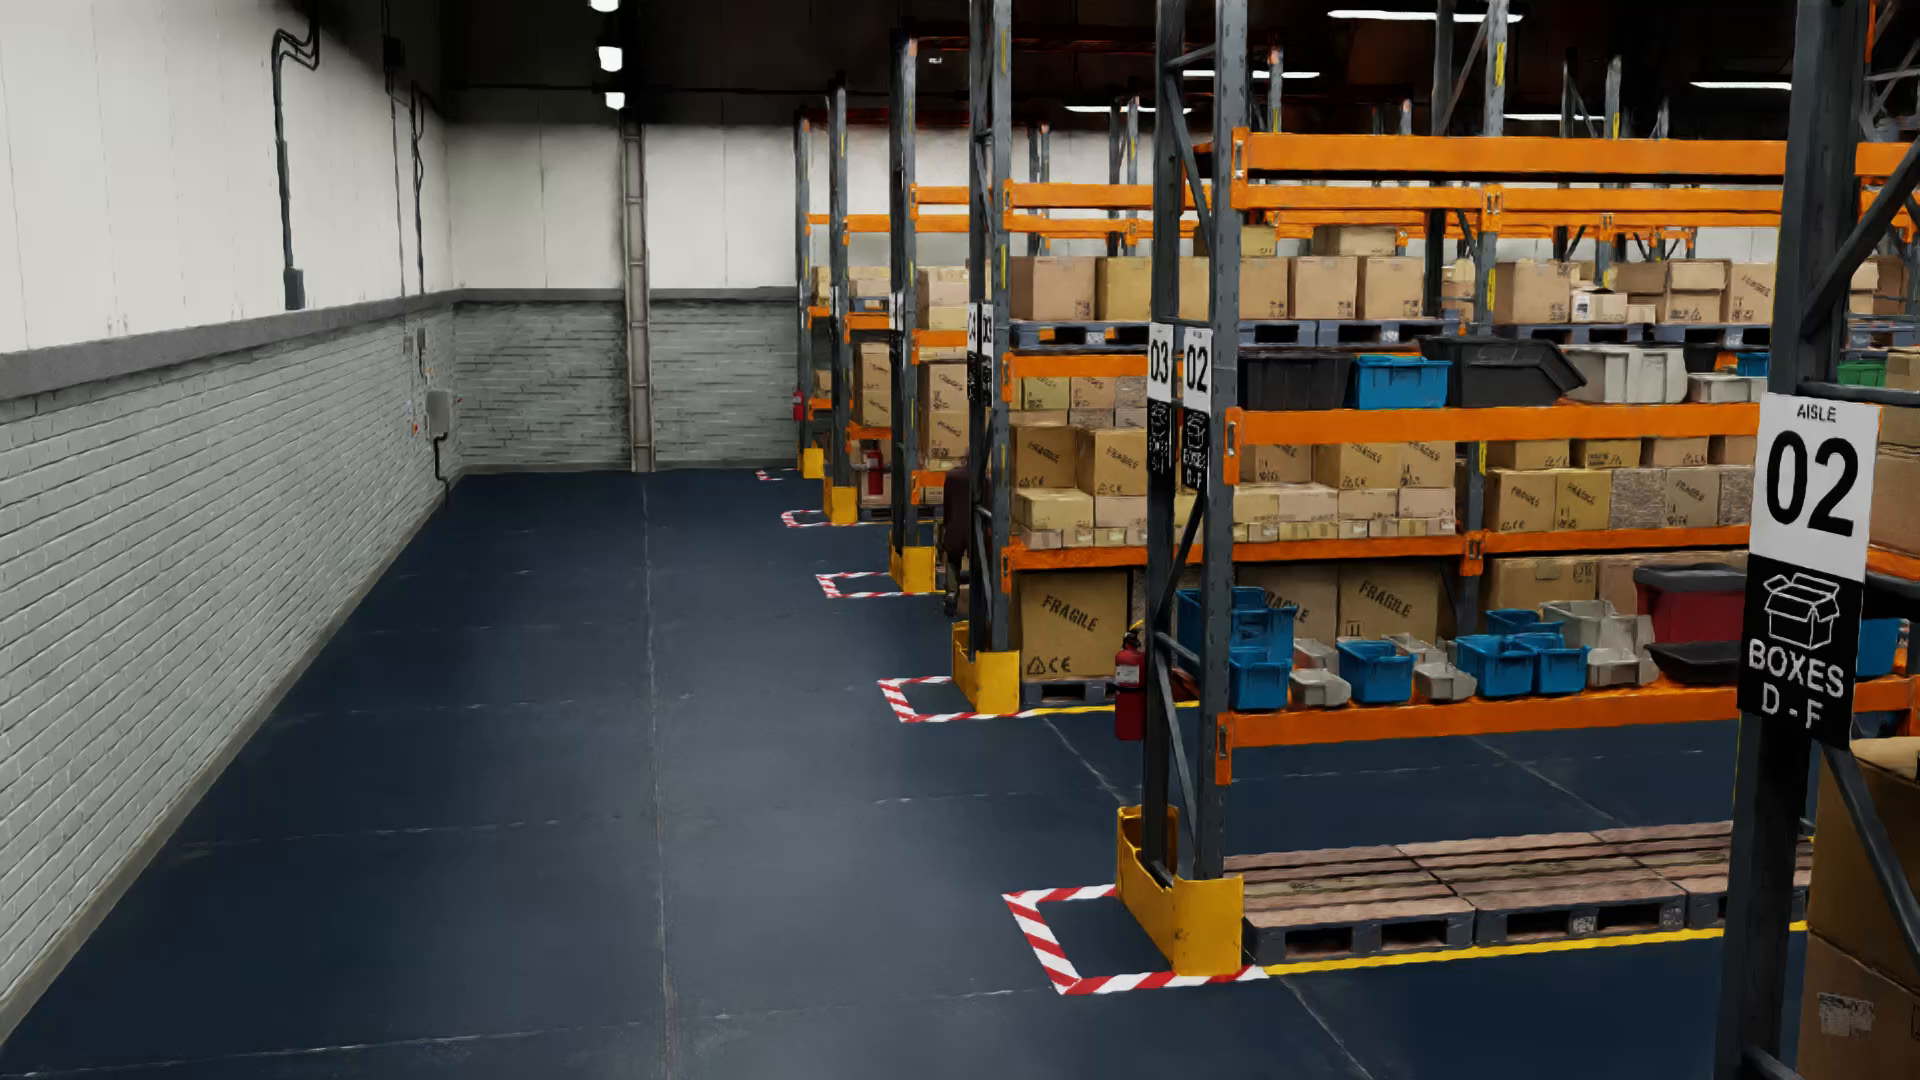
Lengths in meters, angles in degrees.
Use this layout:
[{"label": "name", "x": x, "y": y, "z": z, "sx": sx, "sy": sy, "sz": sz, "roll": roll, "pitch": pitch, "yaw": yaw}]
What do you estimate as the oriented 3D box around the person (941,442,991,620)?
[{"label": "person", "x": 0.122, "y": -0.048, "z": 16.306, "sx": 0.695, "sy": 1.708, "sz": 0.704, "roll": 3, "pitch": 10, "yaw": 17}]
